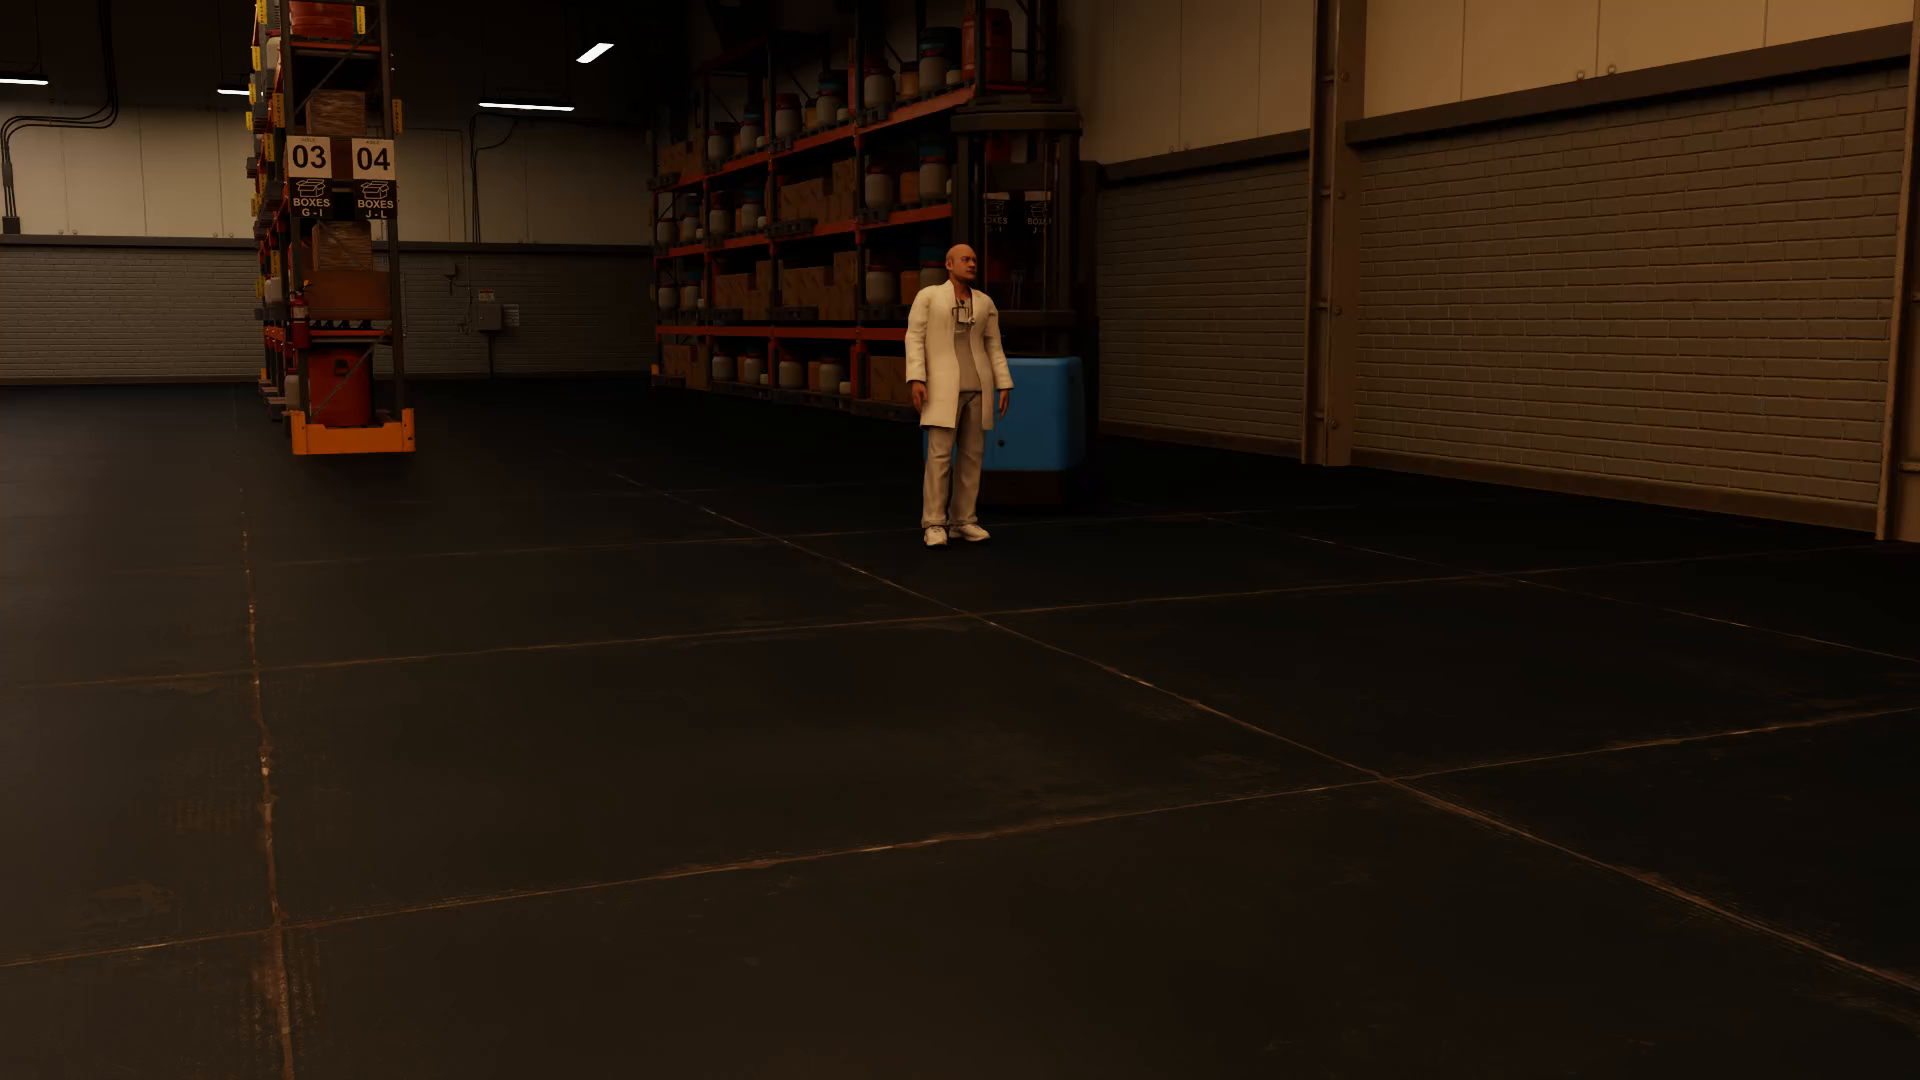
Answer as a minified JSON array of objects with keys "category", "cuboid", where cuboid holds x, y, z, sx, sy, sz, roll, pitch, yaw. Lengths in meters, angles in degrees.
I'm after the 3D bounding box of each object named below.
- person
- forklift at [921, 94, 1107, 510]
[{"category":"person","cuboid":[0.032,-0.877,9.953,0.694,1.775,0.581,-3,8,-23]},{"category":"forklift","cuboid":[0.527,-1.819,12.741,1.130,2.935,3.031,2,8,11]}]
